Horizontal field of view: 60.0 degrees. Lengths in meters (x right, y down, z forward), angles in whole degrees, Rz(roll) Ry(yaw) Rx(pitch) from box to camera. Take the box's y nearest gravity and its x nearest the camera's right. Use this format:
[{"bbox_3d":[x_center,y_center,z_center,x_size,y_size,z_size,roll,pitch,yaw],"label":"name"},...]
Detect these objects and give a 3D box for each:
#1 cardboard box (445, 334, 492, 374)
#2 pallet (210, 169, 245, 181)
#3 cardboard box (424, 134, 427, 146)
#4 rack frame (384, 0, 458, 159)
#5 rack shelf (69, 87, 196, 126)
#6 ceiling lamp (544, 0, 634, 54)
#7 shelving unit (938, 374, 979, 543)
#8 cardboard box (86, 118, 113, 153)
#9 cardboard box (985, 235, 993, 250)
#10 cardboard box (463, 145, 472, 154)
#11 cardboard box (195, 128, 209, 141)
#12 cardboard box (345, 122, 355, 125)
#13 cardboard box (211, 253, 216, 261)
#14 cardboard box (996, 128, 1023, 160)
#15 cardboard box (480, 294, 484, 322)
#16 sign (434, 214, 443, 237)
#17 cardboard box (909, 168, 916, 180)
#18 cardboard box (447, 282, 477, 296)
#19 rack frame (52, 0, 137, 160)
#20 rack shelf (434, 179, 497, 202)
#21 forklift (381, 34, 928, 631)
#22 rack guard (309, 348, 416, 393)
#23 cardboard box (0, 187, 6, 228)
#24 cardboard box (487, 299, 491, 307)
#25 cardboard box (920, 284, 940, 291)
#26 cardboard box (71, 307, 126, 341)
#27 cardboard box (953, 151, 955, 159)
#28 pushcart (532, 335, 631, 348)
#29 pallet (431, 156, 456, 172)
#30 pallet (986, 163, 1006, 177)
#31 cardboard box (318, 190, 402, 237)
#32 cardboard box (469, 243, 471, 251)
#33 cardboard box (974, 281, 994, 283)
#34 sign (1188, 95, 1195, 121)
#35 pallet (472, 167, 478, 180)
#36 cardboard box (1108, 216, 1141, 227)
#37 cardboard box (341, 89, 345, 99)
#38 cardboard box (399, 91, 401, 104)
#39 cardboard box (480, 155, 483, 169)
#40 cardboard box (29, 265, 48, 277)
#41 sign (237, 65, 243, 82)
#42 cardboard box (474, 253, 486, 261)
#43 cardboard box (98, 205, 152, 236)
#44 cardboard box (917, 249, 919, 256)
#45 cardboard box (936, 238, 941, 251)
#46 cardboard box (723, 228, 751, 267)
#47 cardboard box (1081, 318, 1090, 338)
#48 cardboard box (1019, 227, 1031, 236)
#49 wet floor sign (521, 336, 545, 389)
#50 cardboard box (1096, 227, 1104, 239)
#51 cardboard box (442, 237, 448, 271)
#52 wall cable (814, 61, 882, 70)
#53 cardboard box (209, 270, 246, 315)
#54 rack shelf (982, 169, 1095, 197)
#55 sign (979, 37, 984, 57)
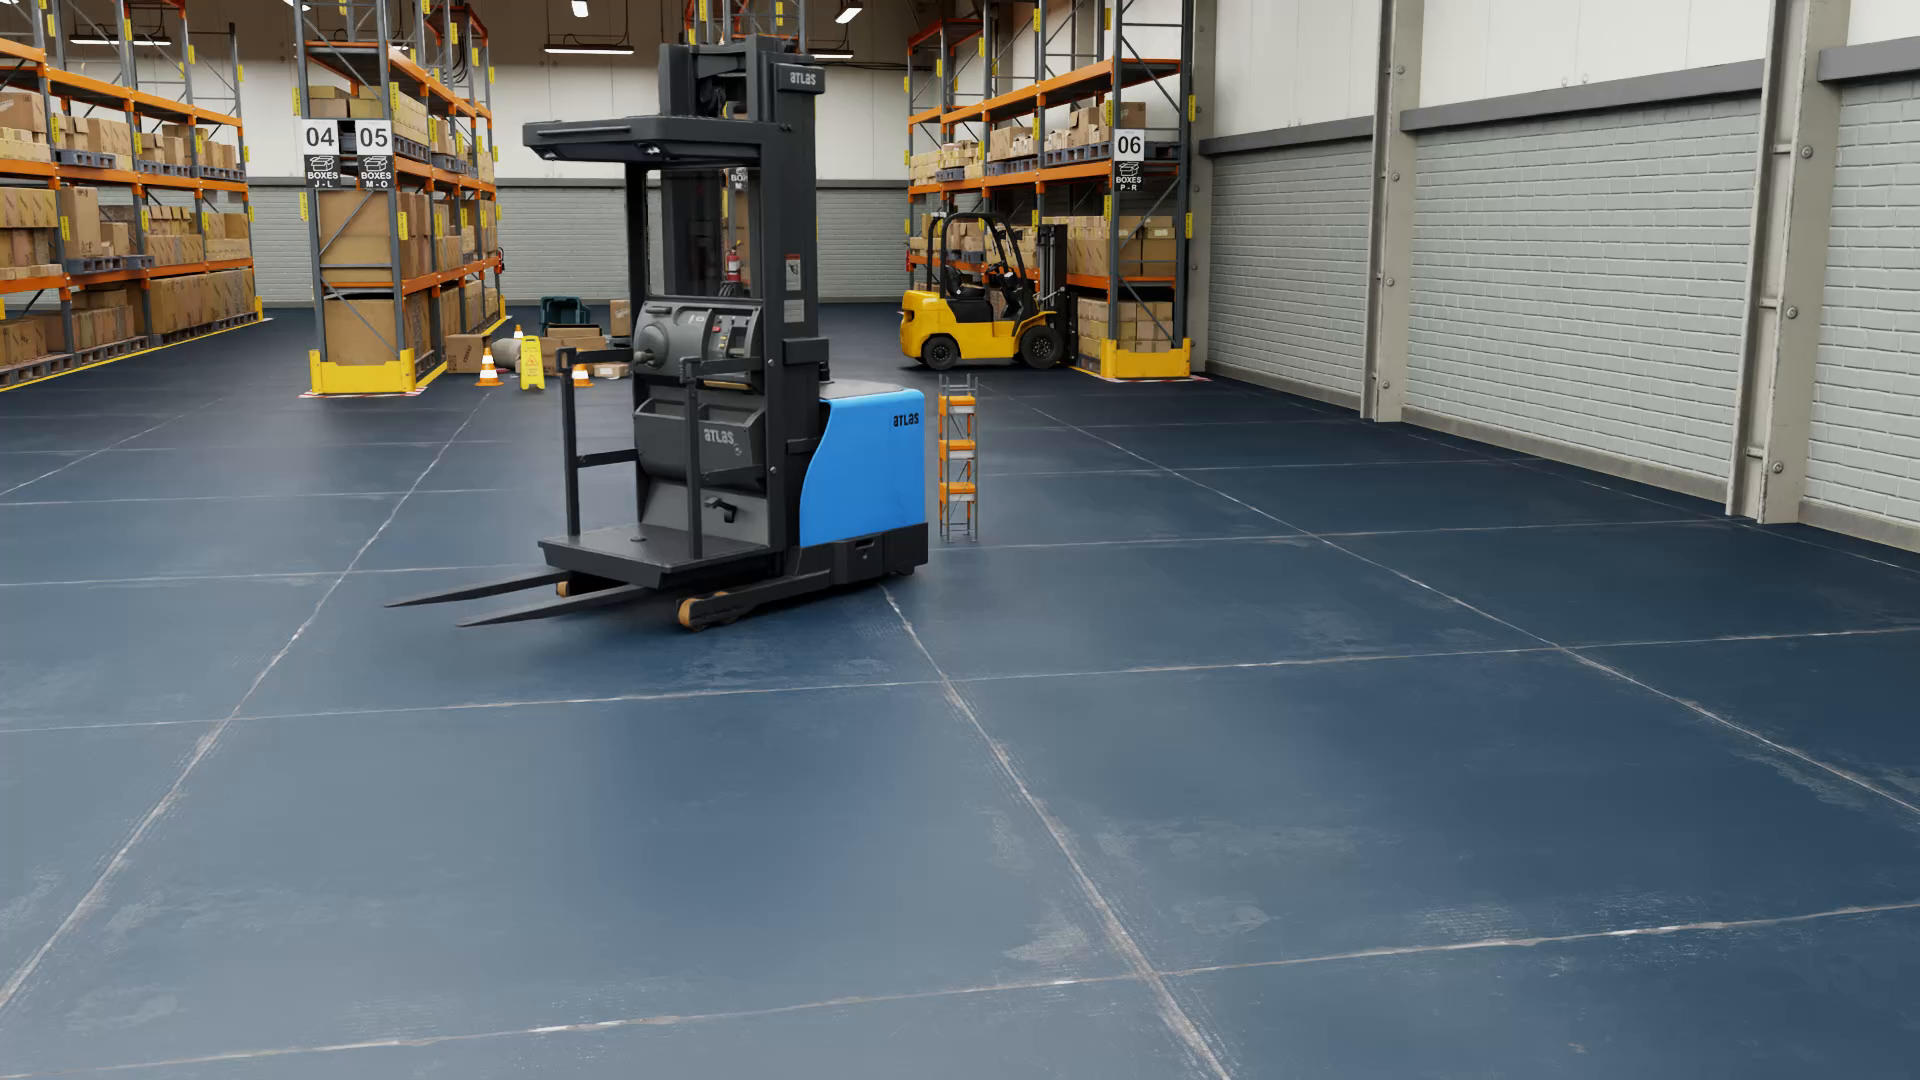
[{"bbox_3d":[-6.705,-2.546,22.730,0.500,0.500,0.500,0,11,-1],"label":"cardboard box"},{"bbox_3d":[-15.078,-7.354,33.525,1.003,0.211,1.213,-2,11,-11],"label":"pallet"},{"bbox_3d":[-7.580,-5.524,22.958,0.380,0.149,0.250,-2,11,-10],"label":"cardboard box"},{"bbox_3d":[-8.792,-7.701,27.090,1.000,3.000,0.127,-2,11,-11],"label":"rack frame"},{"bbox_3d":[-14.066,-7.356,28.272,1.077,0.370,4.000,-2,11,-11],"label":"rack shelf"},{"bbox_3d":[-8.412,-12.638,37.419,2.000,3.185,0.800,-2,11,-11],"label":"ceiling lamp"},{"bbox_3d":[-0.010,-0.526,10.650,0.215,1.050,0.252,-2,11,-11],"label":"shelving unit"},{"bbox_3d":[-13.147,-6.097,25.080,0.500,0.500,0.500,-2,11,-10],"label":"cardboard box"},{"bbox_3d":[0.735,-5.214,29.134,0.500,0.250,0.500,-2,11,-11],"label":"cardboard box"},{"bbox_3d":[-9.389,-7.391,31.482,0.380,0.149,0.250,-2,11,-12],"label":"cardboard box"},{"bbox_3d":[-14.849,-7.835,32.153,0.500,0.250,0.500,-2,11,-13],"label":"cardboard box"},{"bbox_3d":[-7.701,-5.259,20.500,0.500,0.250,0.500,-2,11,-11],"label":"cardboard box"},{"bbox_3d":[-14.237,-5.317,31.280,0.380,0.149,0.250,-2,11,-13],"label":"cardboard box"},{"bbox_3d":[1.010,-6.681,28.096,0.700,0.500,0.500,-2,11,-12],"label":"cardboard box"},{"bbox_3d":[-9.179,-4.339,31.035,0.500,0.500,0.500,-2,11,-12],"label":"cardboard box"},{"bbox_3d":[-7.470,-4.505,23.816,0.100,0.325,0.005,-2,11,-11],"label":"sign"},{"bbox_3d":[-0.825,-8.056,36.581,0.500,0.250,0.500,-2,11,-12],"label":"cardboard box"},{"bbox_3d":[-8.973,-4.516,29.956,0.500,0.250,0.500,-3,11,-14],"label":"cardboard box"},{"bbox_3d":[-13.677,-7.539,26.240,1.000,3.000,0.127,-2,11,-11],"label":"rack frame"},{"bbox_3d":[-9.959,-6.975,33.219,1.077,0.370,4.000,-2,11,-11],"label":"rack shelf"},{"bbox_3d":[-1.522,-1.091,8.592,1.130,2.935,3.031,9,14,39],"label":"forklift"},{"bbox_3d":[-7.231,-2.054,20.153,1.175,0.500,0.348,-2,11,-11],"label":"rack guard"},{"bbox_3d":[-12.149,-4.106,20.508,0.500,0.500,0.500,-2,11,-11],"label":"cardboard box"},{"bbox_3d":[-9.613,-4.754,33.355,0.380,0.149,0.250,-2,11,-11],"label":"cardboard box"},{"bbox_3d":[-0.489,-5.305,36.111,0.700,0.500,0.500,-2,11,-9],"label":"cardboard box"},{"bbox_3d":[-13.406,-3.357,25.819,0.700,0.500,0.500,-3,11,-16],"label":"cardboard box"},{"bbox_3d":[0.080,-7.314,31.567,0.380,0.149,0.250,-2,11,-11],"label":"cardboard box"},{"bbox_3d":[-5.405,-2.839,24.601,1.648,0.377,0.936,-6,13,-31],"label":"pushcart"},{"bbox_3d":[-8.394,-5.814,25.701,1.003,0.211,1.213,-2,11,-8],"label":"pallet"},{"bbox_3d":[1.132,-6.393,28.746,1.213,0.211,1.003,-2,11,-8],"label":"pallet"},{"bbox_3d":[-7.270,-3.960,20.192,0.875,0.550,0.550,-2,11,-11],"label":"cardboard box"},{"bbox_3d":[-9.152,-5.365,30.412,0.380,0.149,0.250,-3,11,-14],"label":"cardboard box"},{"bbox_3d":[0.489,-5.107,33.335,0.380,0.149,0.250,-3,11,-13],"label":"cardboard box"},{"bbox_3d":[3.014,-5.627,21.668,0.100,0.325,0.005,-2,11,-11],"label":"sign"},{"bbox_3d":[-9.554,-6.752,30.627,1.213,0.211,1.003,-2,11,-11],"label":"pallet"},{"bbox_3d":[2.192,-4.238,22.144,0.380,0.149,0.250,-2,11,-11],"label":"cardboard box"},{"bbox_3d":[-7.731,-5.426,20.310,0.380,0.149,0.250,-2,11,-10],"label":"cardboard box"},{"bbox_3d":[-7.086,-5.450,20.432,0.380,0.149,0.250,-2,11,-12],"label":"cardboard box"},{"bbox_3d":[-9.520,-7.322,32.183,0.500,0.250,0.500,-2,11,-11],"label":"cardboard box"},{"bbox_3d":[-12.381,-3.570,22.104,0.380,0.149,0.250,-2,11,-11],"label":"cardboard box"},{"bbox_3d":[-14.697,-9.521,33.944,0.100,0.325,0.005,-2,11,-11],"label":"sign"},{"bbox_3d":[-9.304,-5.428,31.864,0.380,0.149,0.250,-2,11,-9],"label":"cardboard box"},{"bbox_3d":[-13.803,-5.269,27.405,0.797,0.503,0.637,-2,11,-9],"label":"cardboard box"},{"bbox_3d":[-0.754,-6.362,36.773,0.380,0.149,0.250,-2,11,-10],"label":"cardboard box"},{"bbox_3d":[-0.204,-6.024,33.931,0.500,0.250,0.500,-2,11,-10],"label":"cardboard box"},{"bbox_3d":[-2.776,-3.770,21.418,0.500,0.500,0.500,-2,11,-12],"label":"cardboard box"},{"bbox_3d":[1.980,-2.938,23.003,0.500,0.250,0.500,-2,11,-12],"label":"cardboard box"},{"bbox_3d":[1.161,-4.959,26.728,0.380,0.149,0.250,-2,11,-13],"label":"cardboard box"},{"bbox_3d":[-5.288,-2.197,20.513,0.267,0.644,0.232,-4,12,-21],"label":"wet floor sign"},{"bbox_3d":[2.047,-4.133,22.388,0.380,0.149,0.250,-2,11,-10],"label":"cardboard box"},{"bbox_3d":[-7.951,-4.268,24.832,0.500,0.500,0.500,-2,11,-11],"label":"cardboard box"},{"bbox_3d":[-3.416,-10.540,41.903,2.988,3.039,0.133,-2,11,-11],"label":"wall cable"},{"bbox_3d":[-14.853,-4.941,33.191,0.875,0.875,0.875,-2,11,-11],"label":"cardboard box"},{"bbox_3d":[1.301,-5.887,27.506,1.077,0.370,4.000,-2,11,-11],"label":"rack shelf"},{"bbox_3d":[0.382,-8.557,28.877,0.100,0.325,0.005,-2,11,-11],"label":"sign"}]
